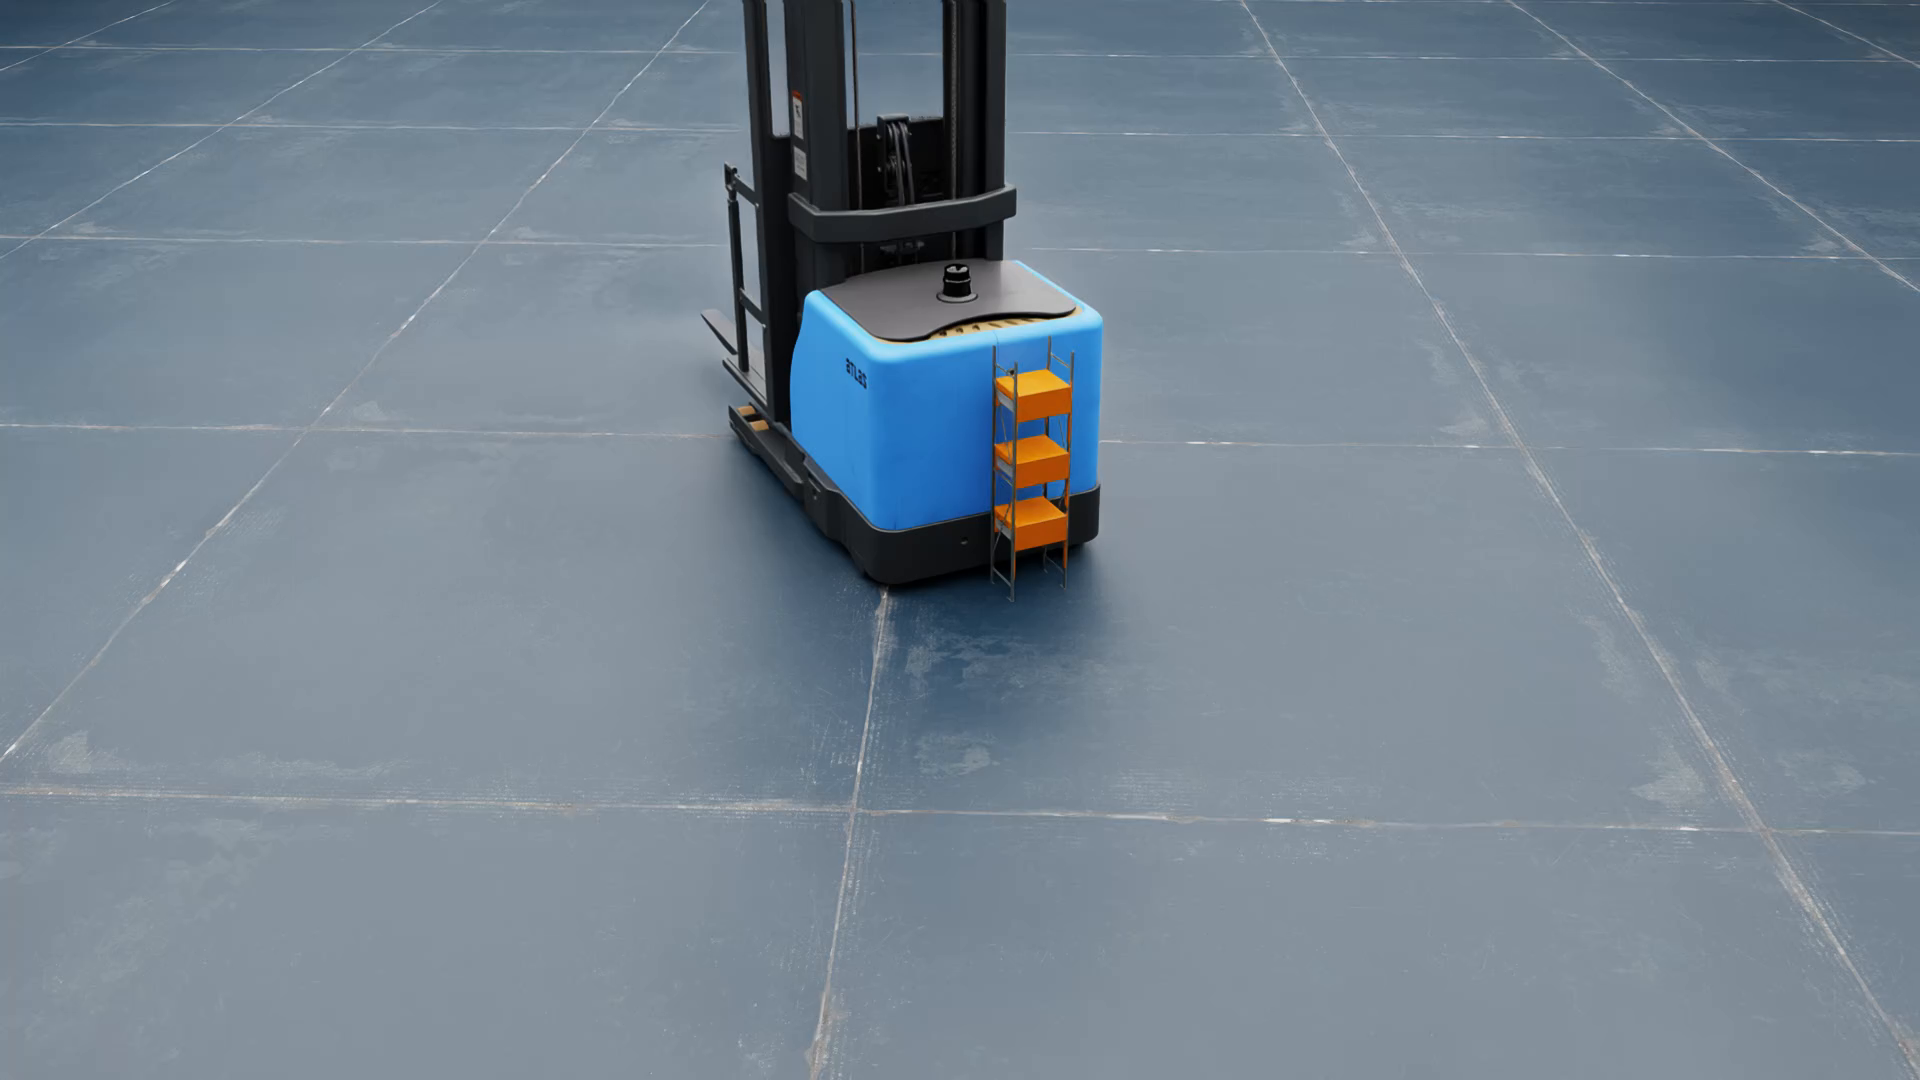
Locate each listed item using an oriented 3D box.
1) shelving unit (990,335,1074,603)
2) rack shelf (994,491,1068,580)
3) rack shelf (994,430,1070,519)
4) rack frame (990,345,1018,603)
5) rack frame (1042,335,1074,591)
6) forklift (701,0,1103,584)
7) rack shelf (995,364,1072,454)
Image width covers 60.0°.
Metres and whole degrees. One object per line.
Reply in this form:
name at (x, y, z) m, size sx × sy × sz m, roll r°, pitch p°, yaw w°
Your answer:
shelving unit at (0.282, -0.273, 6.644) m, size 0.252 × 1.050 × 0.215 m, roll -13°, pitch 30°, yaw -23°
rack shelf at (0.282, -0.018, 6.779) m, size 0.240 × 0.259 × 0.215 m, roll -13°, pitch 30°, yaw -23°
rack shelf at (0.282, -0.264, 6.649) m, size 0.240 × 0.259 × 0.215 m, roll -13°, pitch 30°, yaw -23°
rack frame at (0.172, -0.248, 6.598) m, size 0.008 × 1.050 × 0.200 m, roll -13°, pitch 30°, yaw -23°
rack frame at (0.391, -0.298, 6.691) m, size 0.008 × 1.050 × 0.200 m, roll -13°, pitch 30°, yaw -23°
forklift at (-0.482, -1.783, 7.483) m, size 1.130 × 2.935 × 3.031 m, roll -12°, pitch 30°, yaw -22°
rack shelf at (0.282, -0.515, 6.516) m, size 0.240 × 0.259 × 0.215 m, roll -13°, pitch 30°, yaw -23°
